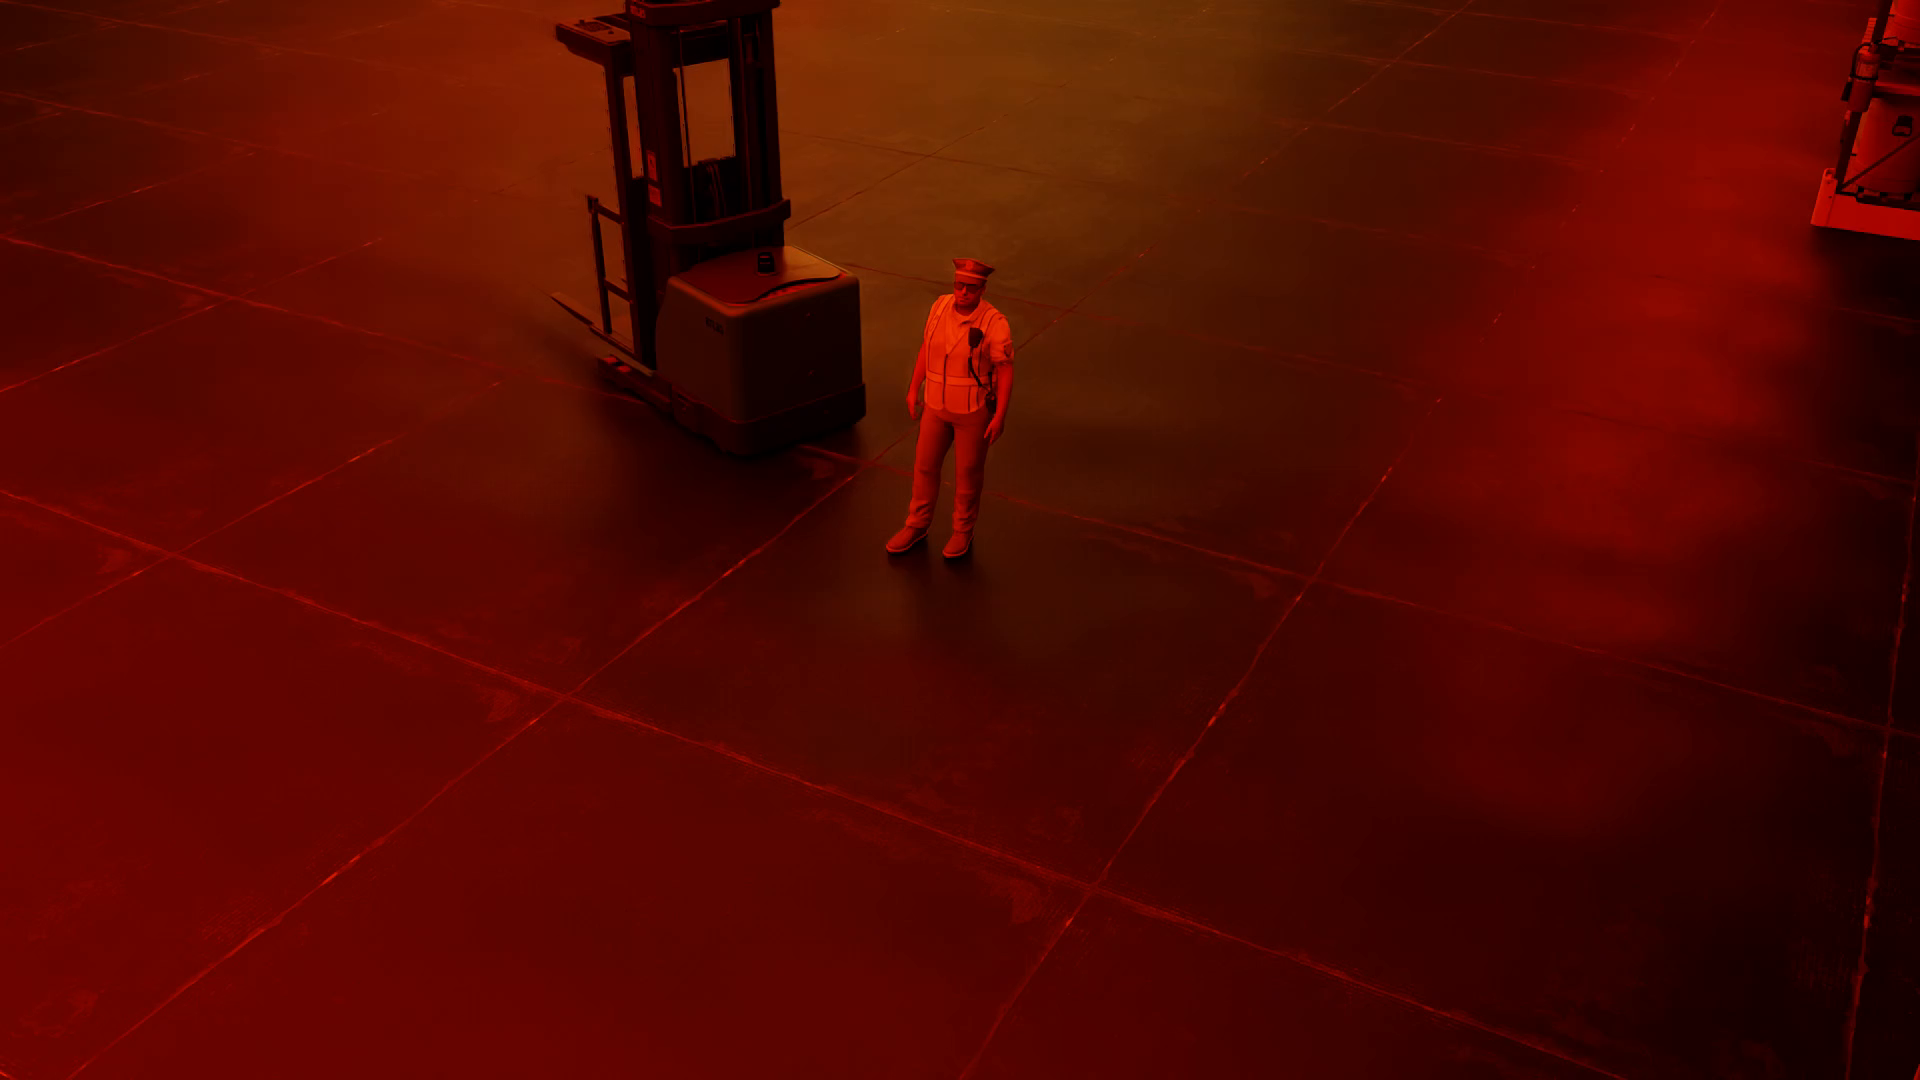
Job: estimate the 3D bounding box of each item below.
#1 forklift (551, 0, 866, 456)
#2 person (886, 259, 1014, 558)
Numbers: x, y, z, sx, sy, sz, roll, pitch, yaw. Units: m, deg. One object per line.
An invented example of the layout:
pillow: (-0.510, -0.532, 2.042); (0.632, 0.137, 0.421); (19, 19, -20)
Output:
forklift: (-1.955, -2.487, 11.379); (1.130, 2.935, 3.031); (-22, 37, -33)
person: (-0.048, -0.747, 9.499); (0.641, 1.781, 0.574); (15, 33, 25)
